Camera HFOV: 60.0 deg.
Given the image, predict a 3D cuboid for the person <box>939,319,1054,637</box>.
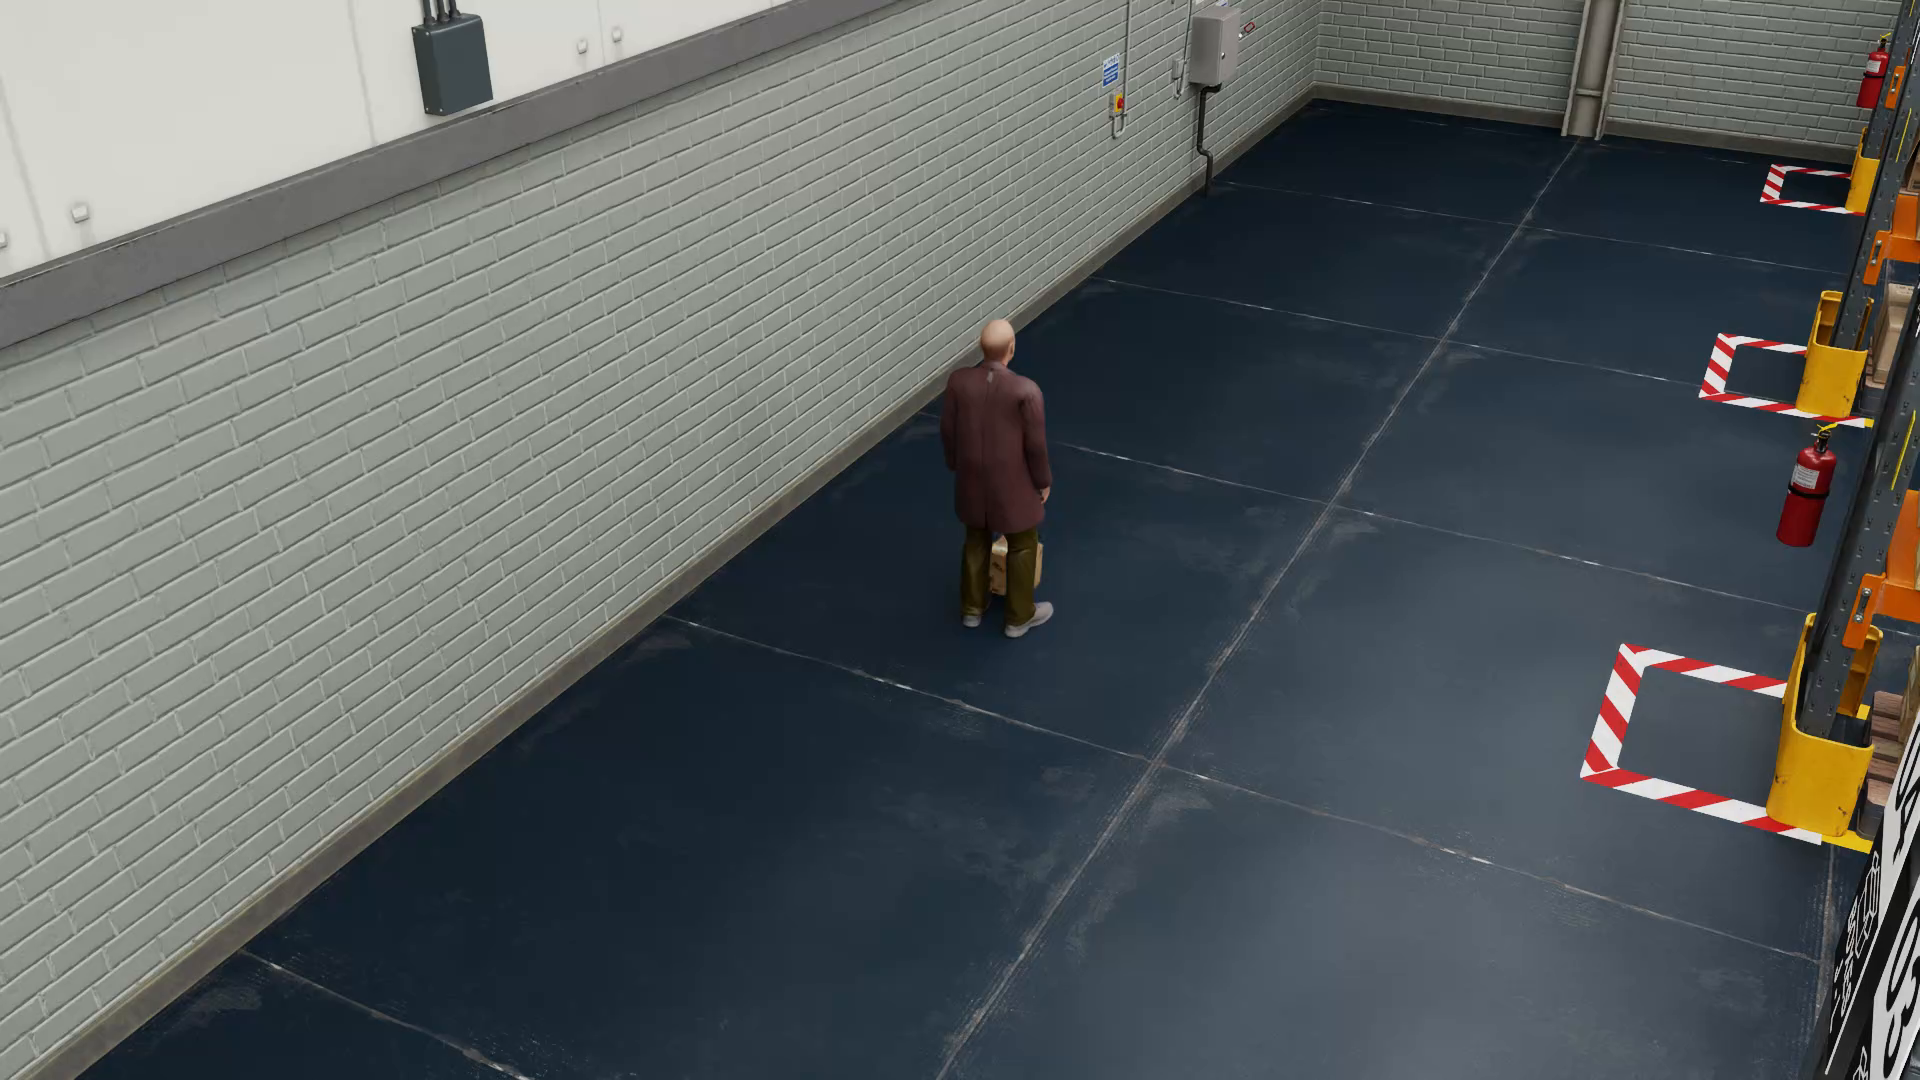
[{"bbox_3d":[0.197,-0.328,8.888,0.612,1.774,0.426,13,32,22],"label":"person"}]
